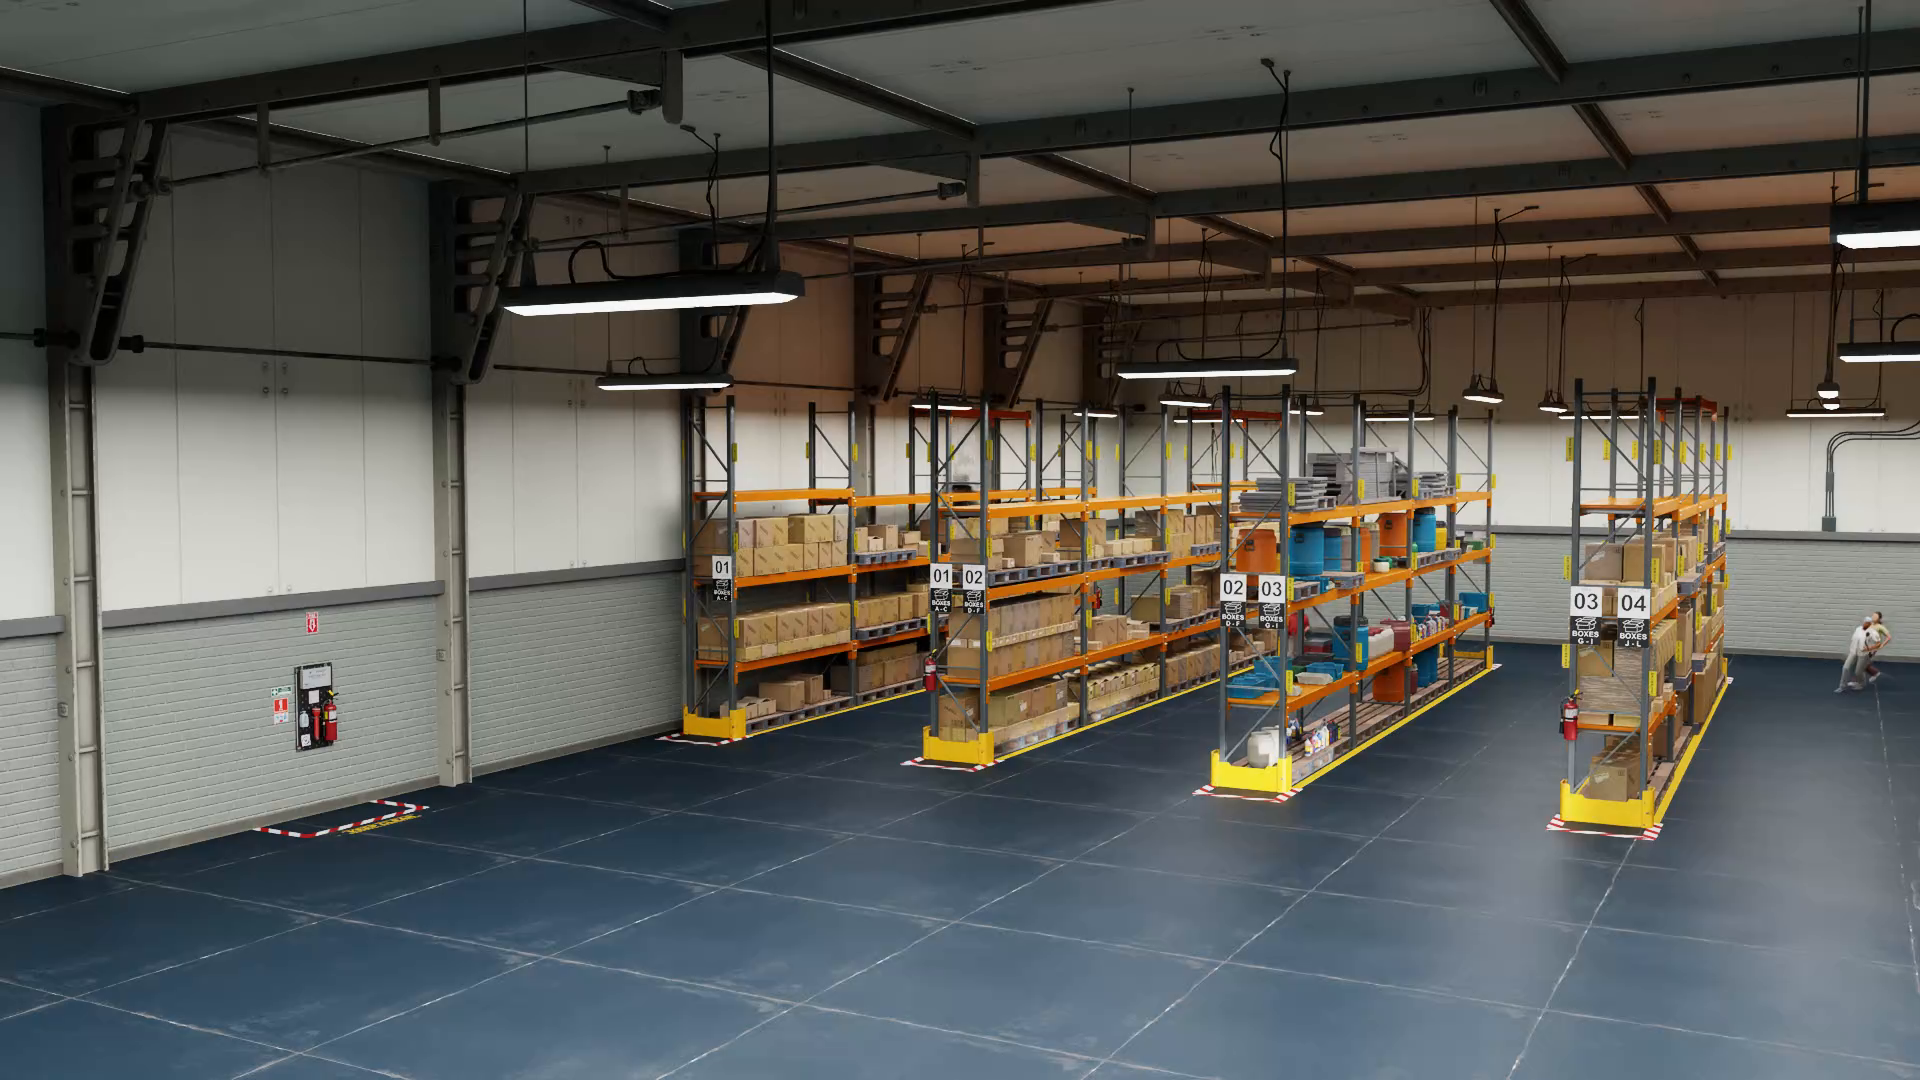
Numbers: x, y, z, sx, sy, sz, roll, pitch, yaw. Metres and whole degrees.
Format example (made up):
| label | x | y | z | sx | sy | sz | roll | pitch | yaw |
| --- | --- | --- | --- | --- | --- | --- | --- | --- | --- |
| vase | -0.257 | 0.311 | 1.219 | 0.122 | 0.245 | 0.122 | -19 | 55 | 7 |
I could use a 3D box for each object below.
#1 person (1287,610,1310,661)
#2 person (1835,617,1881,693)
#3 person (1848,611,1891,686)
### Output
| label | x | y | z | sx | sy | sz | roll | pitch | yaw |
| --- | --- | --- | --- | --- | --- | --- | --- | --- | --- |
| person | 7.349 | 2.231 | 36.488 | 0.640 | 1.724 | 0.691 | 1 | 3 | 18 |
| person | 18.757 | 2.394 | 34.578 | 0.795 | 1.631 | 0.719 | -2 | 4 | -33 |
| person | 19.382 | 2.321 | 35.434 | 0.819 | 1.612 | 0.643 | 0 | 3 | -5 |
